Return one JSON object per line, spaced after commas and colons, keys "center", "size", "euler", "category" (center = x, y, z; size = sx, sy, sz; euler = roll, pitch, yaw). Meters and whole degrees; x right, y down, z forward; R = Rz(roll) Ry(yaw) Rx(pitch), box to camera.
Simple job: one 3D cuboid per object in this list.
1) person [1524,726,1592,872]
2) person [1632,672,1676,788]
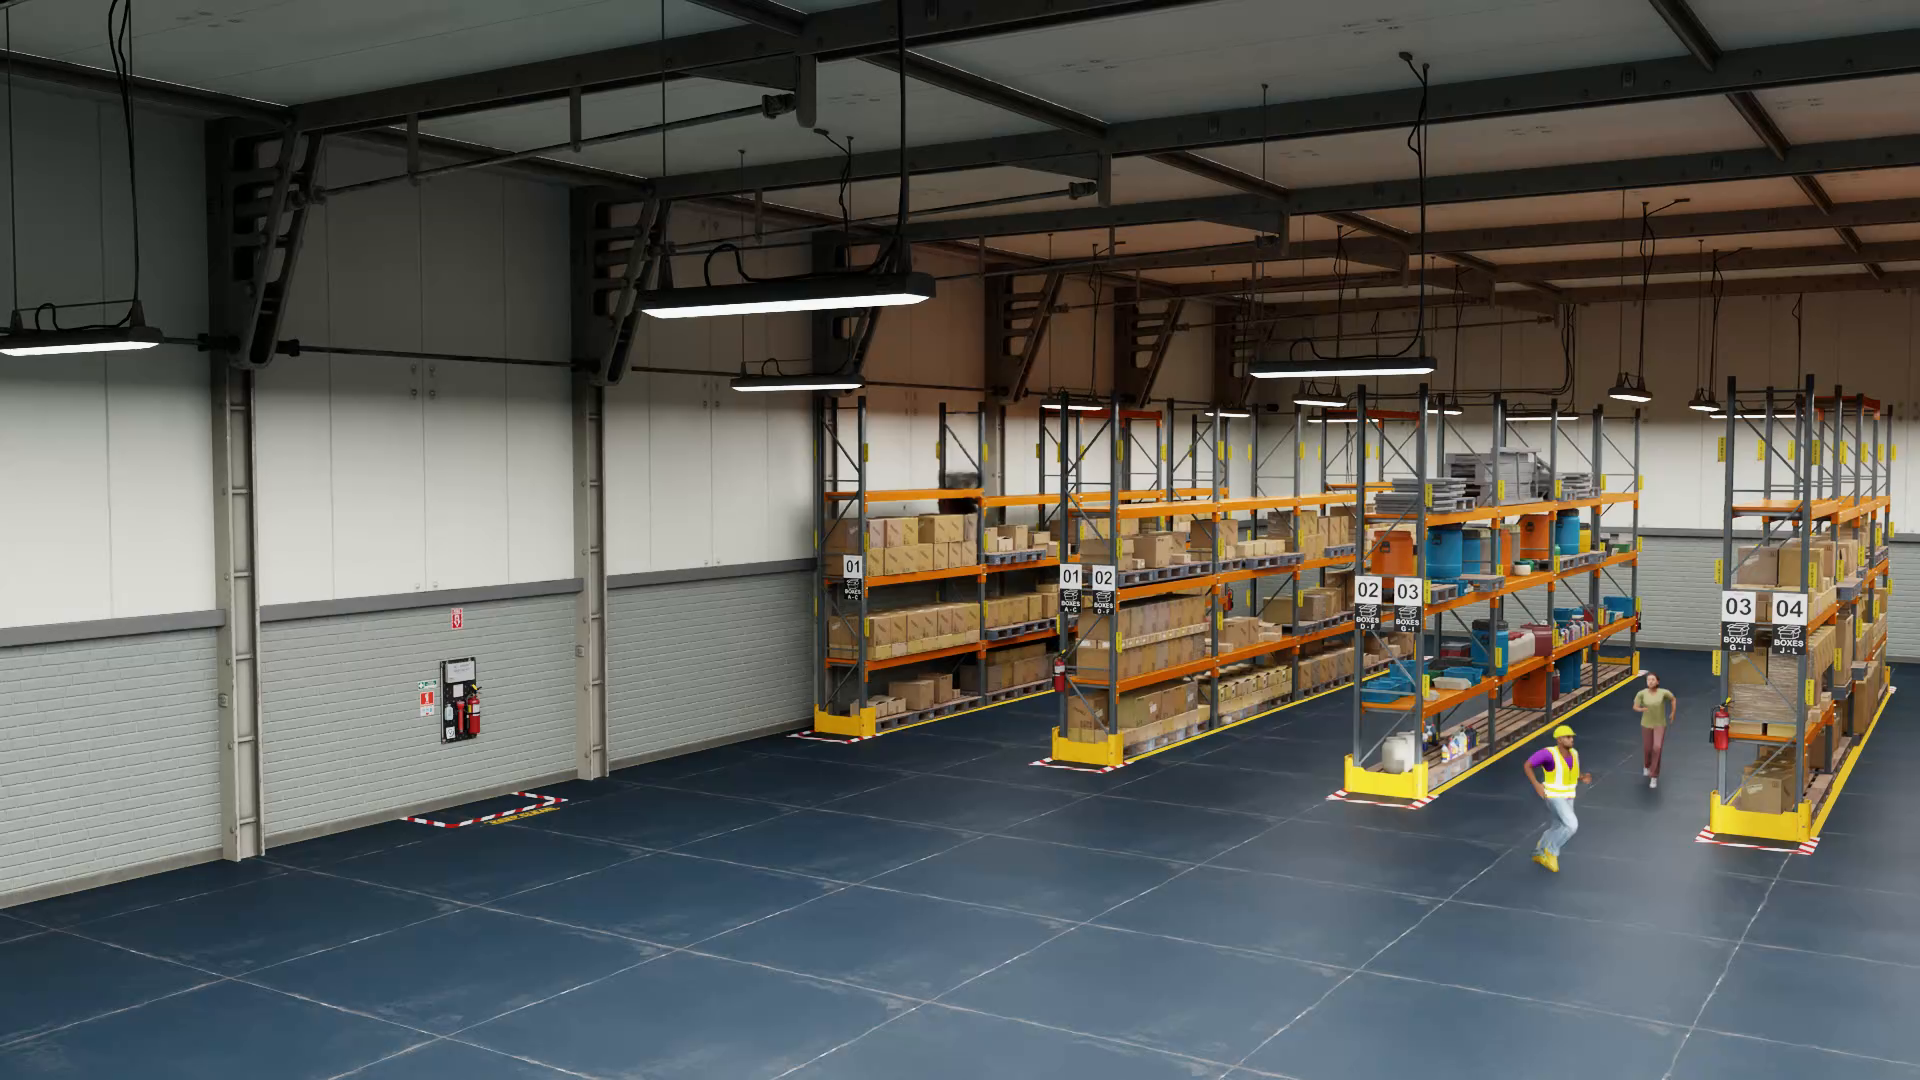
{"center": [7.175, 3.084, 19.887], "size": [0.685, 1.736, 0.720], "euler": [-2, 4, -32], "category": "person"}
{"center": [10.507, 2.850, 25.179], "size": [0.581, 1.710, 0.880], "euler": [2, 3, 30], "category": "person"}
